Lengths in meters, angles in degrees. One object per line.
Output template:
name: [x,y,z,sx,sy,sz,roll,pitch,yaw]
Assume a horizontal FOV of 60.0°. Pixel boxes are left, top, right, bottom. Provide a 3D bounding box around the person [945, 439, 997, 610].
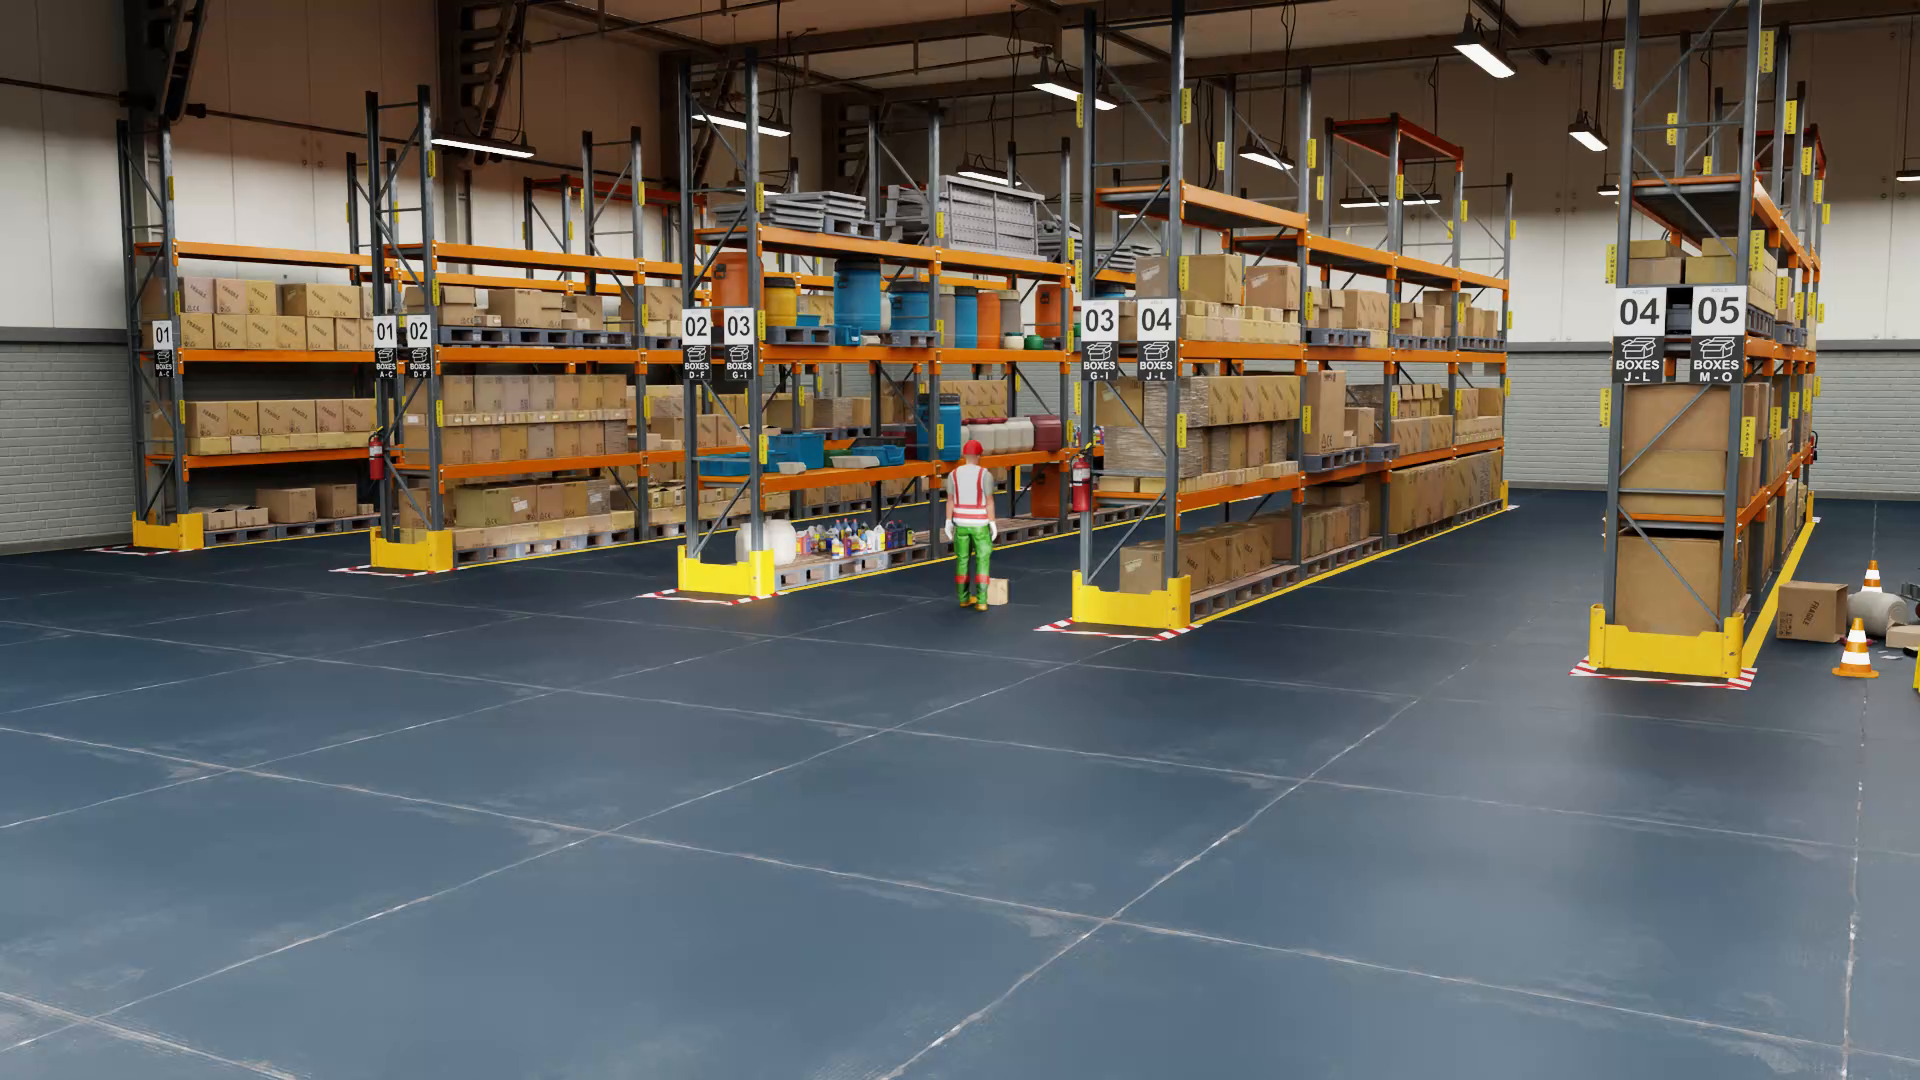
person: [0.143,-0.167,17.584,0.575,1.796,0.580,2,6,21]
